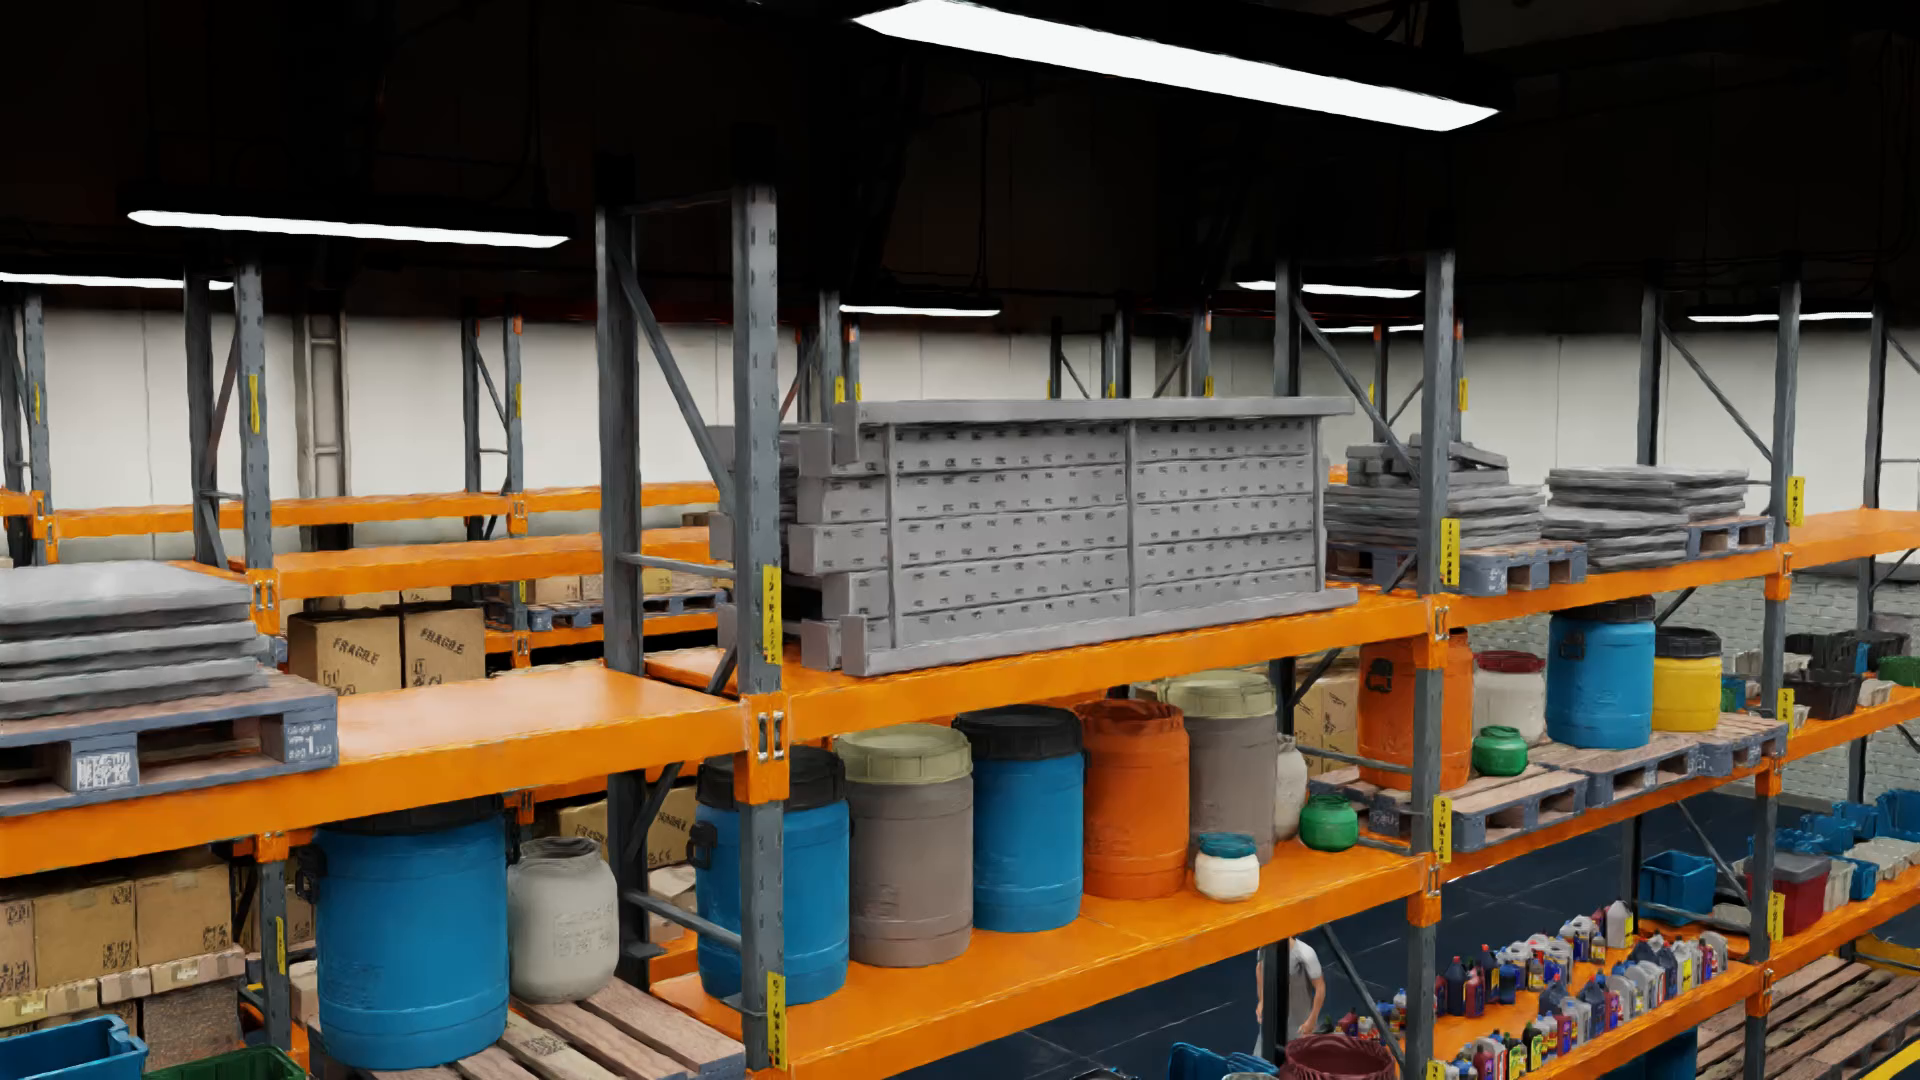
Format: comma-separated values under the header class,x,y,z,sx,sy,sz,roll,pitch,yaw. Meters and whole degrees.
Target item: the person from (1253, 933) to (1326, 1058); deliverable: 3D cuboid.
class,x,y,z,sx,sy,sz,roll,pitch,yaw
person,2.279,3.283,11.474,0.502,1.617,0.580,-5,7,-42
